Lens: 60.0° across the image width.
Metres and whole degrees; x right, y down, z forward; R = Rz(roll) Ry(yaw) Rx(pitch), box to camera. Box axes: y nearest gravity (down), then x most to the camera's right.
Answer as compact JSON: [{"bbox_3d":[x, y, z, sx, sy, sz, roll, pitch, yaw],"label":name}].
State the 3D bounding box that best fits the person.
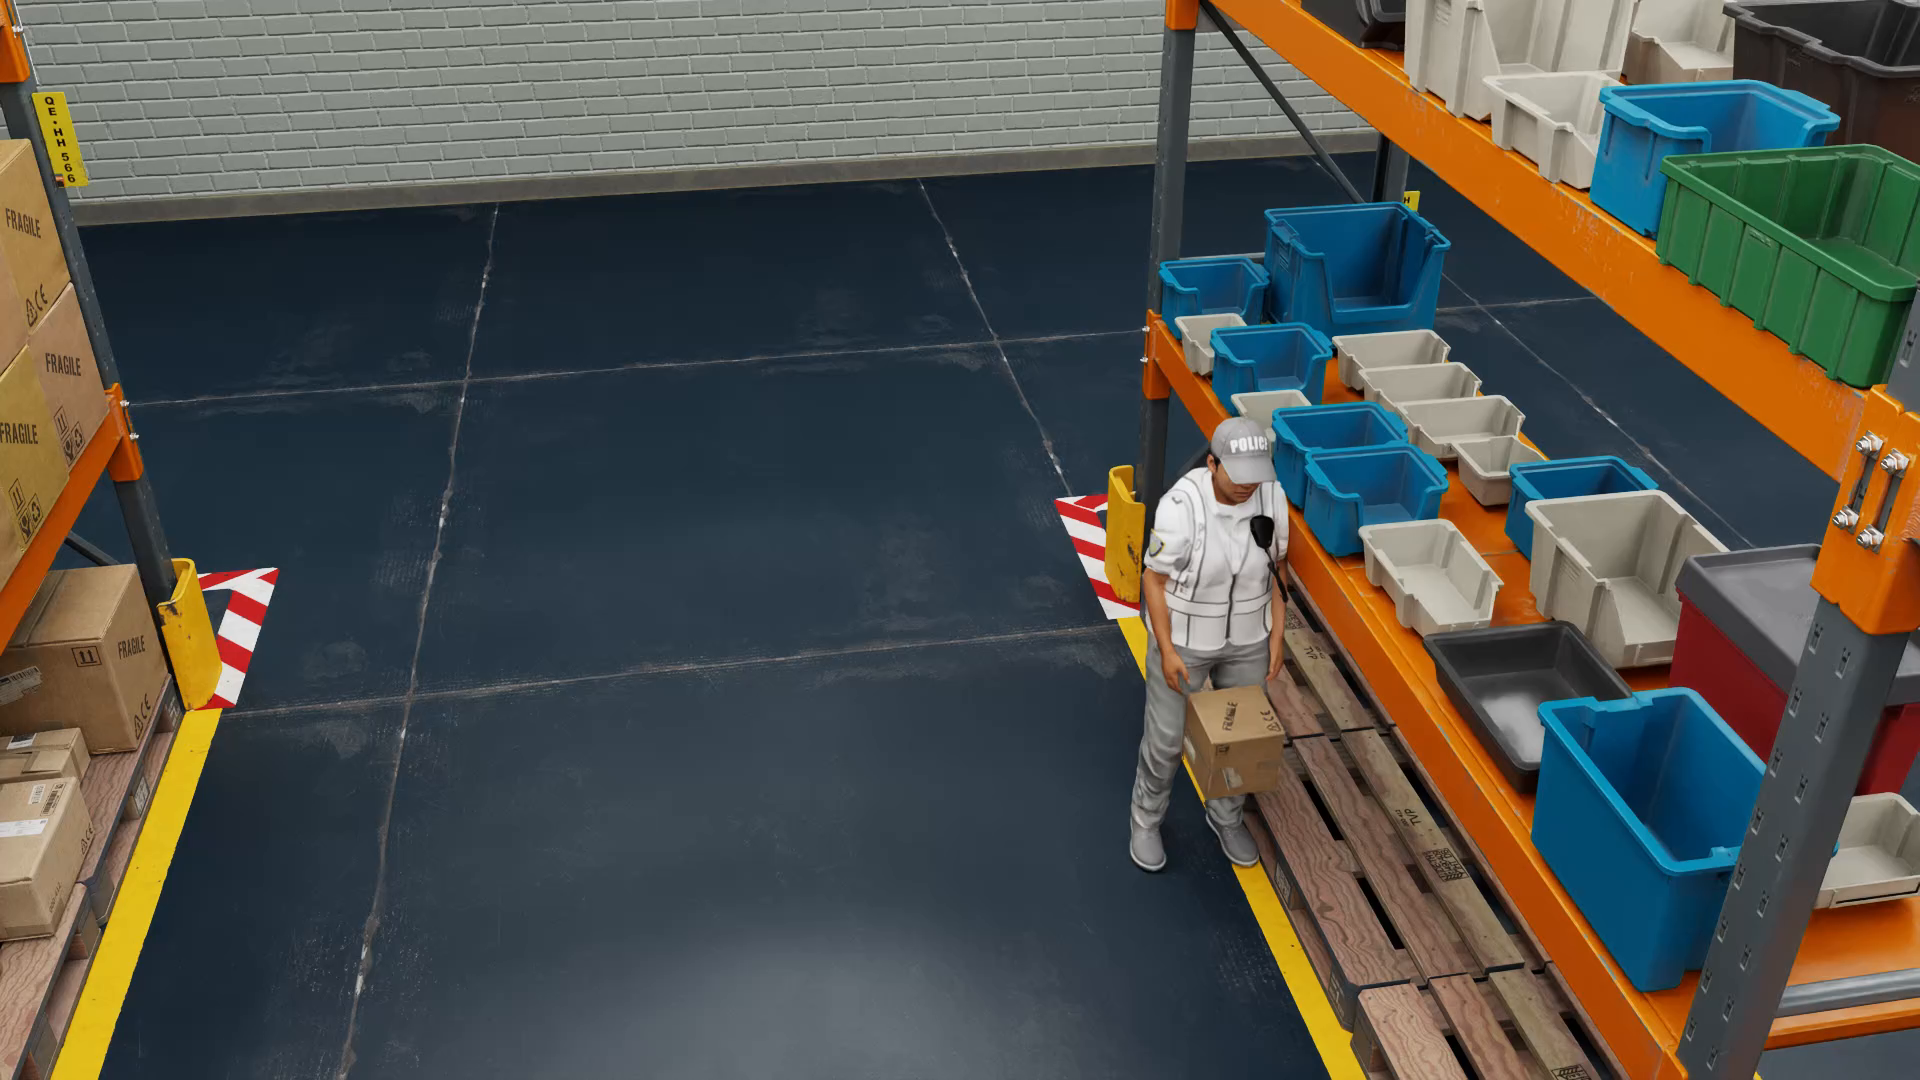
[{"bbox_3d":[0.840,0.338,5.555,0.521,1.671,0.451,-6,31,-11],"label":"person"}]
